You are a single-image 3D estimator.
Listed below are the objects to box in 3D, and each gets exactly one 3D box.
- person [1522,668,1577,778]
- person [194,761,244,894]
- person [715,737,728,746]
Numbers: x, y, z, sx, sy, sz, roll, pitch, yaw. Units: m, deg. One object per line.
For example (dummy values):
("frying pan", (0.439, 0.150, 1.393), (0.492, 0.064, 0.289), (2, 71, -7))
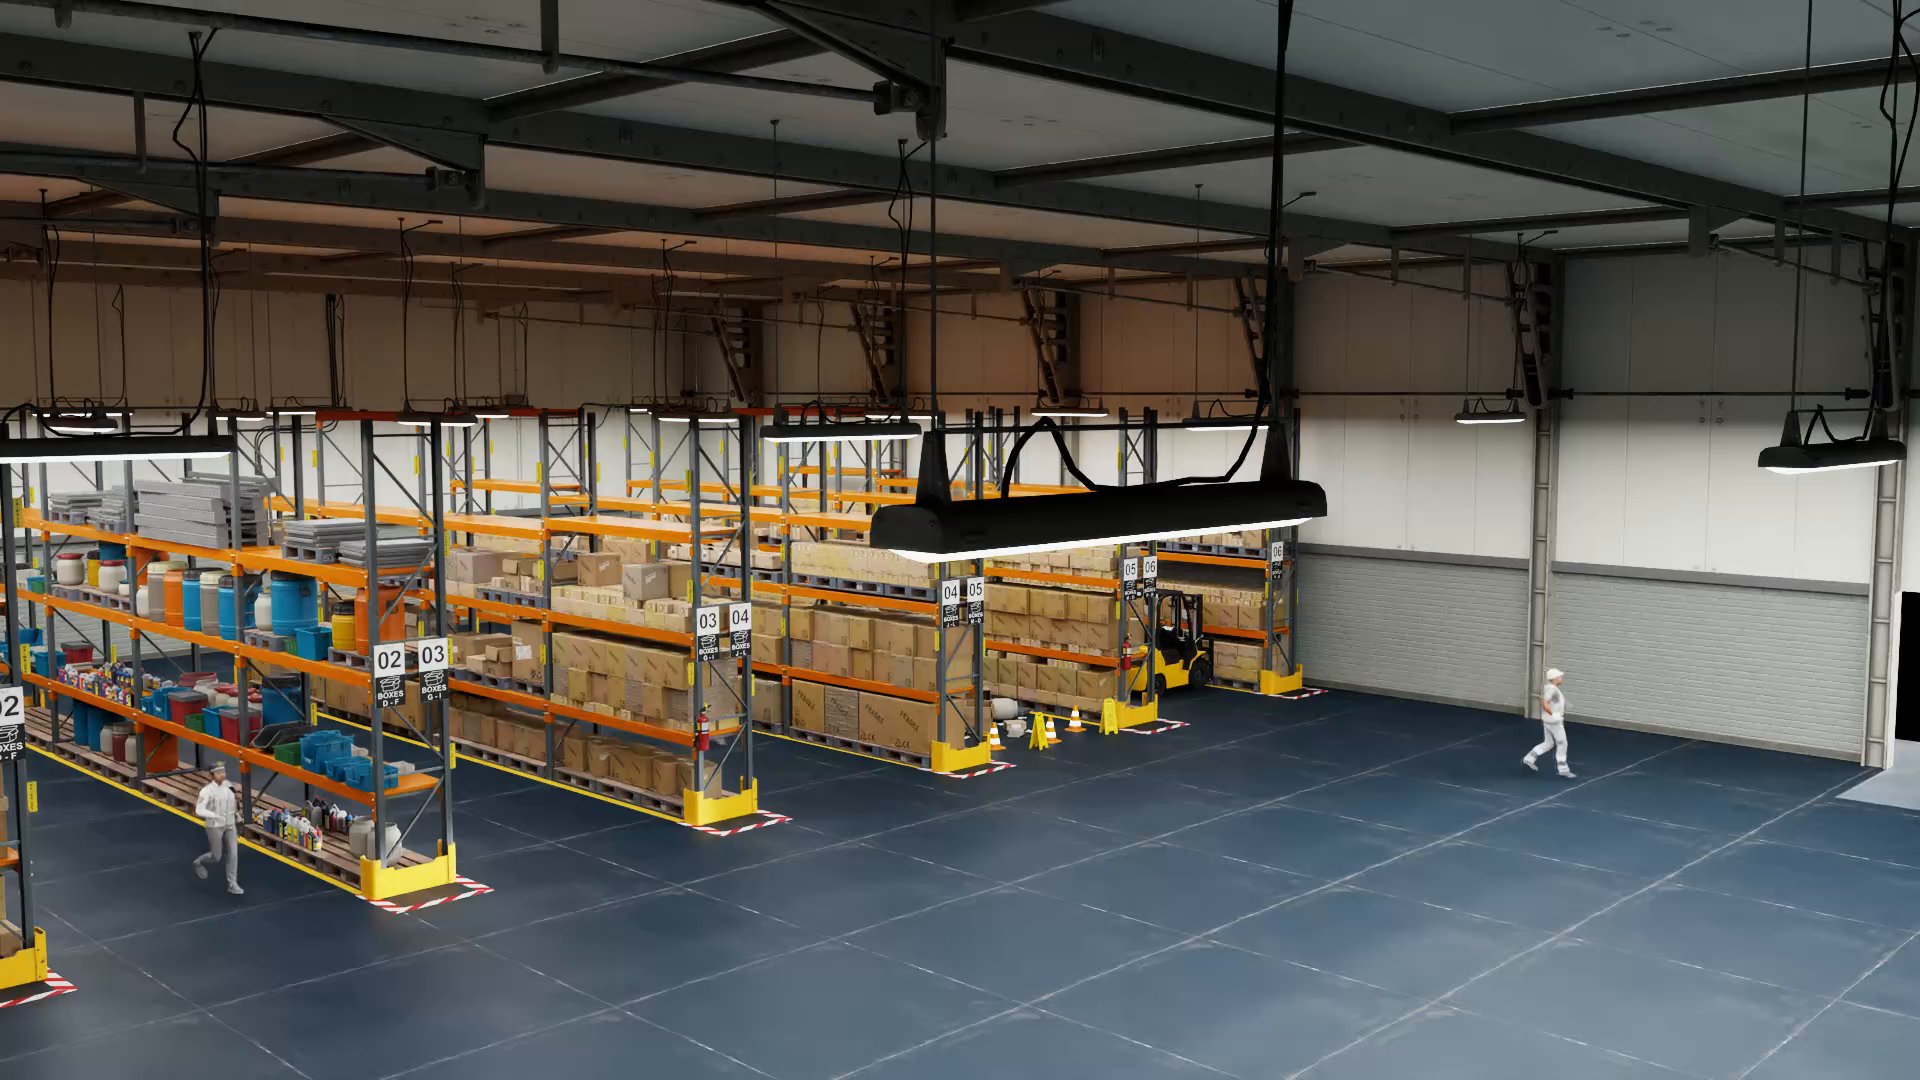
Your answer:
("person", (9.739, 3.006, 27.379), (0.862, 1.796, 0.651), (1, 5, 7))
("person", (-9.370, 3.616, 21.073), (0.890, 1.669, 0.618), (3, 6, 33))
("person", (-4.518, 2.815, 29.902), (0.773, 1.827, 0.674), (4, 7, 39))
